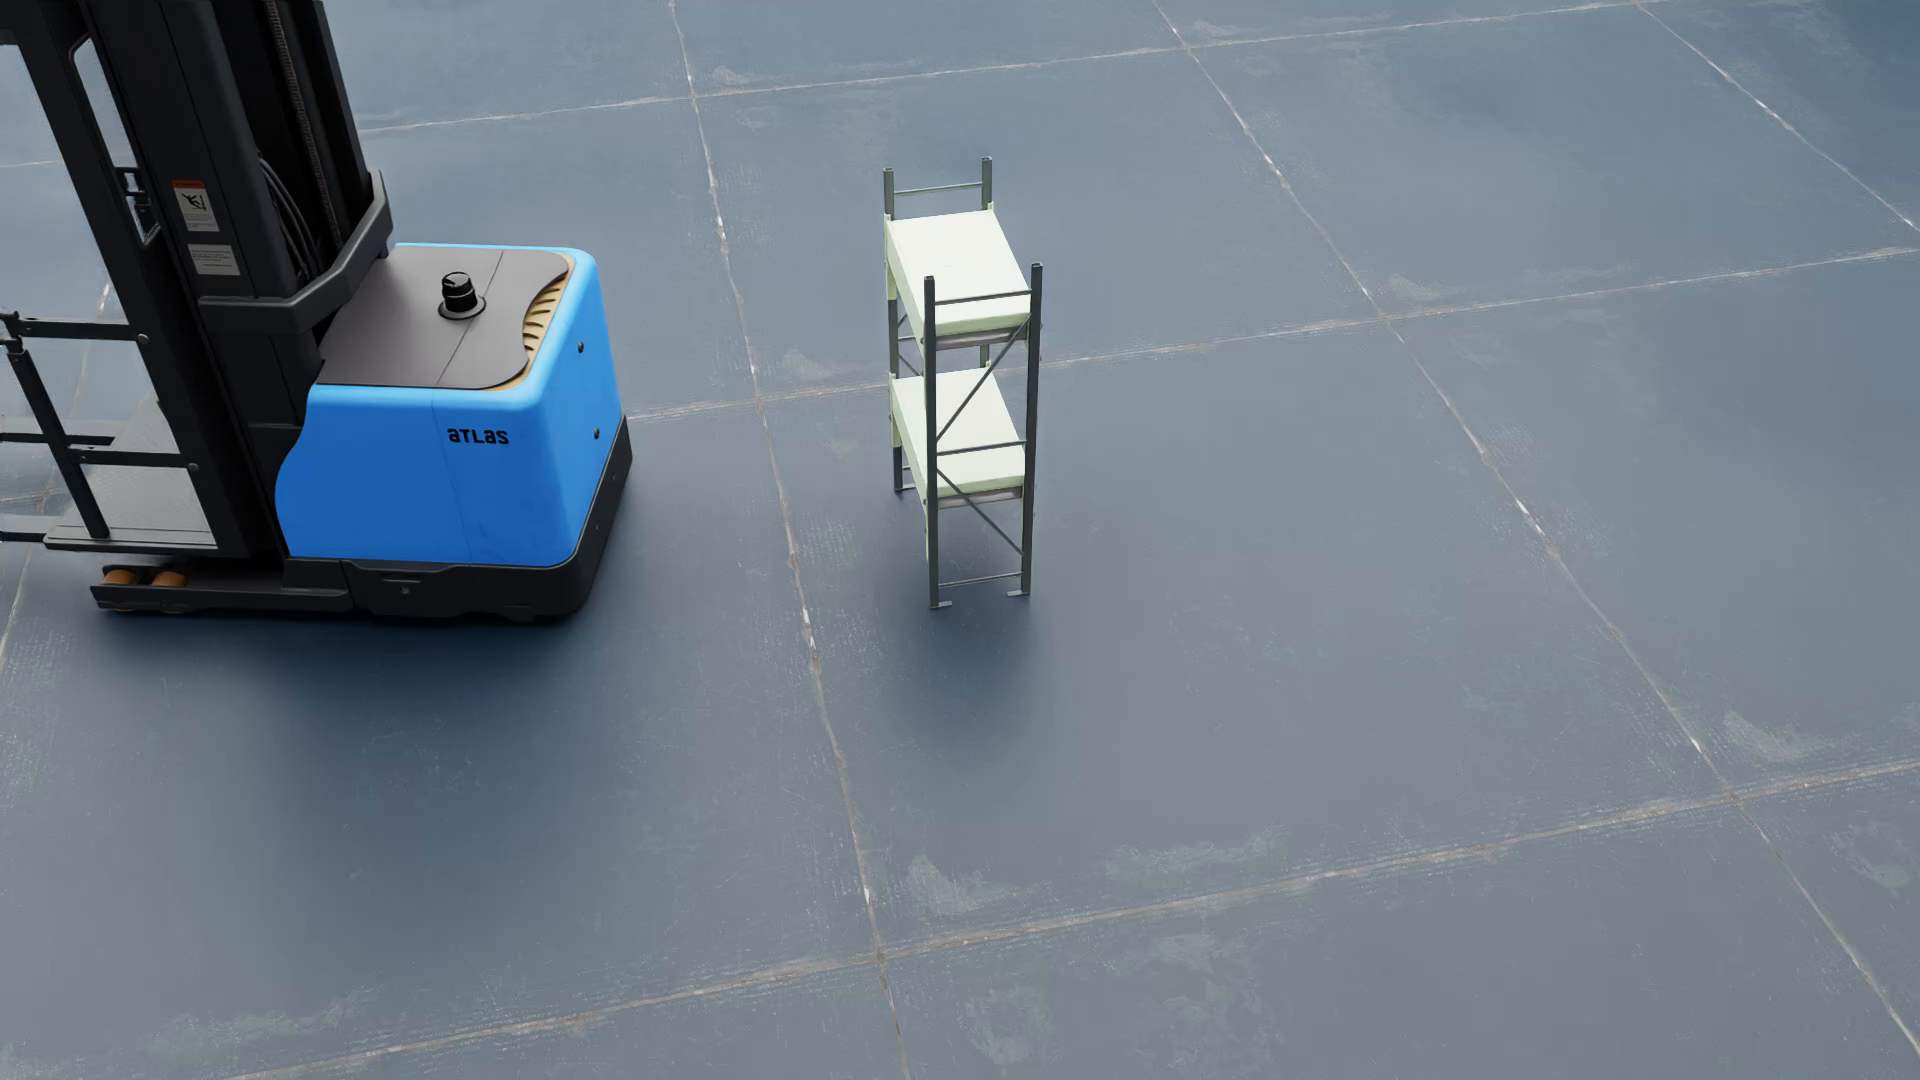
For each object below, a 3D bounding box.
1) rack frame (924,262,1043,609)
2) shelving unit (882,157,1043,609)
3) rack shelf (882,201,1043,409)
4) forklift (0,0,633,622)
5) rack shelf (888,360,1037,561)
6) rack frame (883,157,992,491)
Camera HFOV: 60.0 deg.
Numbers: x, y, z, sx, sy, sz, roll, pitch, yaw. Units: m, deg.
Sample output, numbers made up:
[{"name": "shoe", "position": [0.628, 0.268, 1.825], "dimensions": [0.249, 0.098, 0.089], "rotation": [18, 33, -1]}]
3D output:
[{"name": "rack frame", "position": [0.078, -0.328, 5.990], "dimensions": [0.400, 1.500, 0.023], "rotation": [-8, 42, -9]}, {"name": "shelving unit", "position": [-0.001, -0.565, 6.257], "dimensions": [0.431, 1.500, 0.755], "rotation": [-8, 42, -9]}, {"name": "rack shelf", "position": [-0.001, -0.857, 5.998], "dimensions": [0.431, 0.370, 0.720], "rotation": [-8, 42, -9]}, {"name": "forklift", "position": [-2.921, -1.160, 5.848], "dimensions": [3.031, 2.935, 1.130], "rotation": [2, 42, 3]}, {"name": "rack shelf", "position": [-0.001, -0.321, 6.473], "dimensions": [0.431, 0.370, 0.720], "rotation": [-8, 42, -9]}, {"name": "rack frame", "position": [-0.080, -0.802, 6.524], "dimensions": [0.400, 1.500, 0.023], "rotation": [-8, 42, -9]}]
